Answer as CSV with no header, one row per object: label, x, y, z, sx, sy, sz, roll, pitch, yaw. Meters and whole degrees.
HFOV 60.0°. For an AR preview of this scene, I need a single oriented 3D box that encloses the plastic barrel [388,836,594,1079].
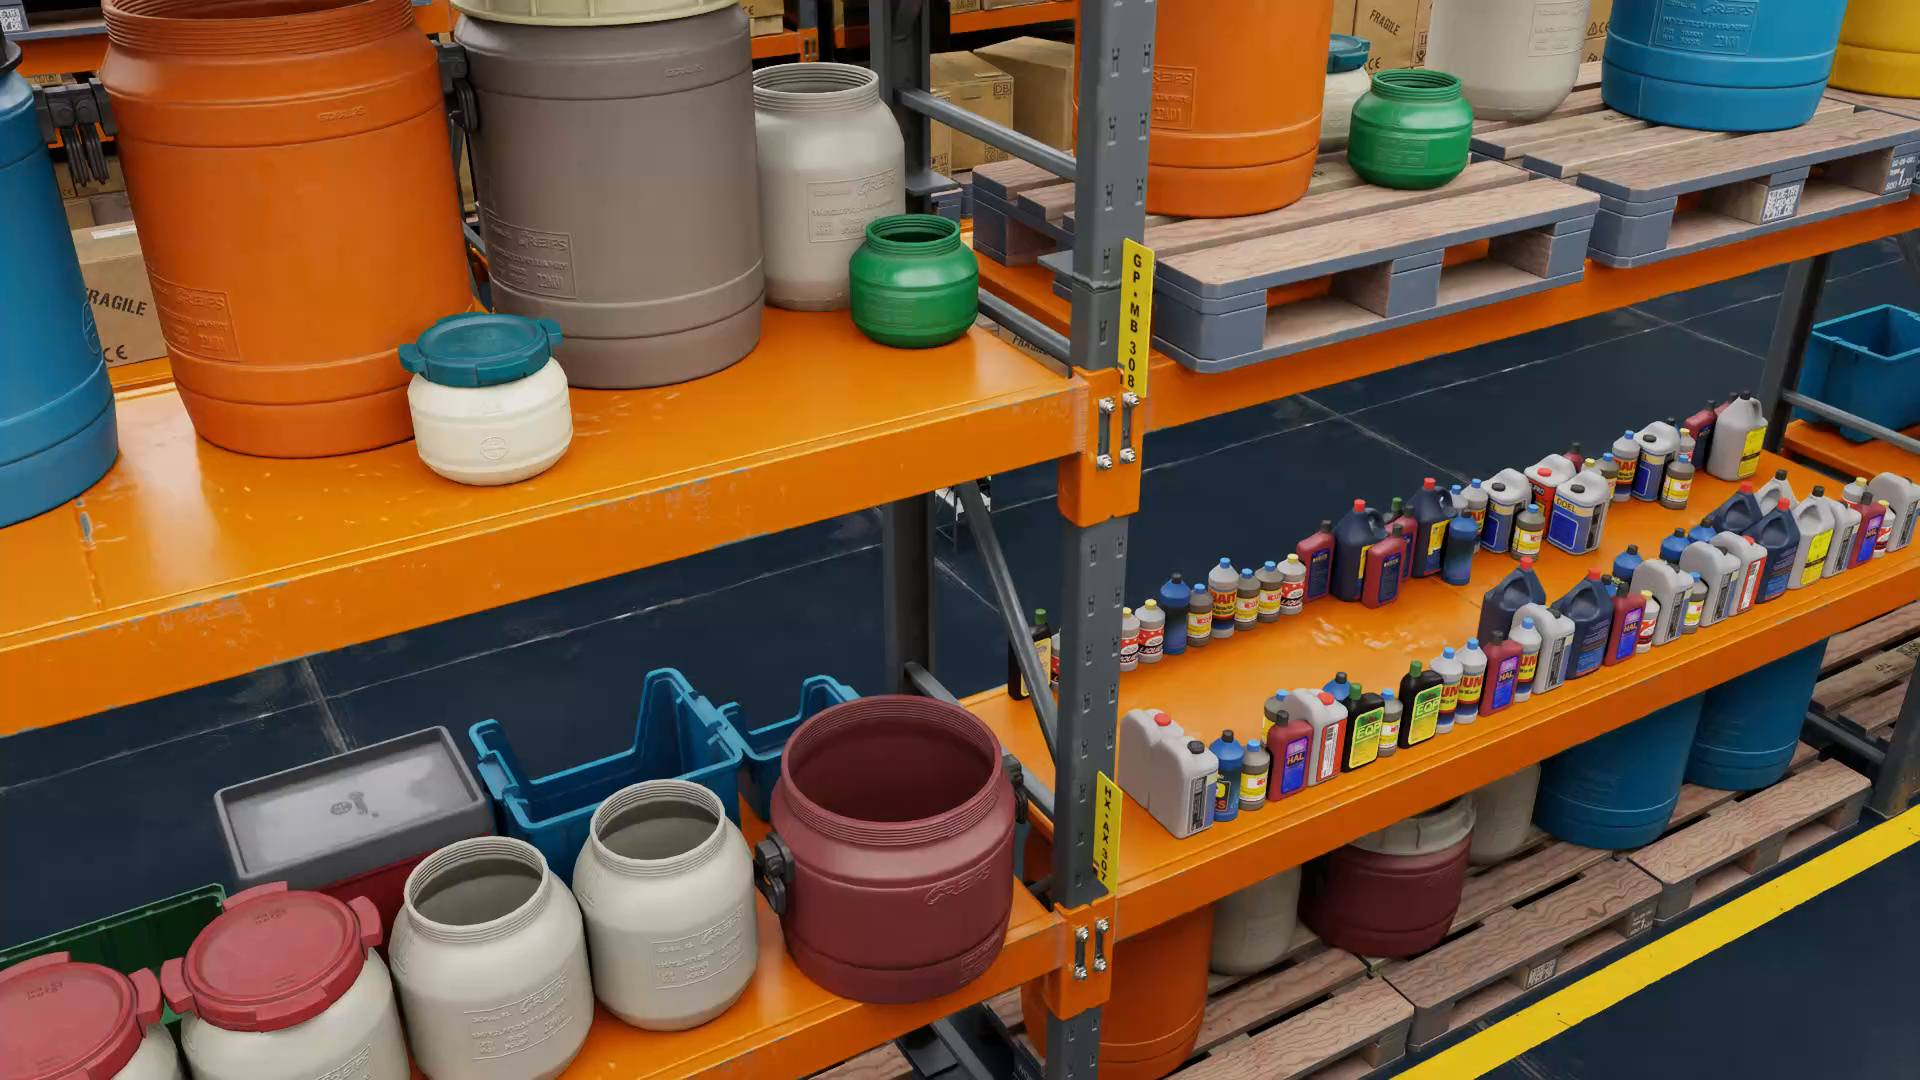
plastic barrel,-1.060,0.972,3.769,0.421,0.512,0.421,0,29,0

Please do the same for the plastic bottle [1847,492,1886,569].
plastic bottle,3.179,-0.045,5.847,0.133,0.283,0.061,-16,33,-26

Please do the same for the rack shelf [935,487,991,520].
rack shelf,0.007,-0.209,8.639,0.200,0.077,0.258,-16,33,-26

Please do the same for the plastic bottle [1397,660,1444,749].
plastic bottle,1.356,0.473,4.909,0.133,0.283,0.061,-16,33,-26

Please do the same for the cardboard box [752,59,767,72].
cardboard box,-1.983,-3.559,13.885,0.750,0.750,0.750,-15,32,-26

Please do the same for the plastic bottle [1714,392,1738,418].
plastic bottle,2.999,-0.439,6.562,0.133,0.283,0.061,-16,33,-26

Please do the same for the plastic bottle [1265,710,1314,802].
plastic bottle,0.926,0.595,4.688,0.133,0.283,0.061,-16,33,-26

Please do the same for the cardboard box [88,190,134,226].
cardboard box,-6.034,-2.373,12.077,0.500,0.500,0.700,-16,33,-26

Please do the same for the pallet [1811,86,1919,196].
pallet,2.905,-1.400,5.274,1.003,0.211,1.213,-16,33,-26

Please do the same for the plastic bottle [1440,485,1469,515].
plastic bottle,1.743,-0.067,5.901,0.097,0.271,0.097,0,29,0

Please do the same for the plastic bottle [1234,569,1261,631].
plastic bottle,0.942,0.191,5.506,0.097,0.201,0.097,0,29,0

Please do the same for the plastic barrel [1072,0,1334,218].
plastic barrel,0.573,-1.246,3.920,0.708,0.830,0.600,-16,33,-26

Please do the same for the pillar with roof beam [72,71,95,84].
pillar with roof beam,-4.315,-4.426,7.456,0.400,9.000,9.100,-16,33,-26

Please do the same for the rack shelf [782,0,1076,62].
rack shelf,0.236,-4.704,14.914,4.000,0.370,1.077,-16,33,-26

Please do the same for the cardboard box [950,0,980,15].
cardboard box,-0.380,-4.963,14.329,0.700,0.700,0.980,-17,33,-28

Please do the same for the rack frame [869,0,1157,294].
rack frame,0.082,-2.050,3.151,0.127,3.000,1.000,-16,33,-26

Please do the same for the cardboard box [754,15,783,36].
cardboard box,-1.636,-4.228,13.545,0.250,0.149,0.380,-16,32,-26

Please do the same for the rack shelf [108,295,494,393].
rack shelf,-4.148,-0.683,7.628,4.000,0.370,1.077,-16,33,-26

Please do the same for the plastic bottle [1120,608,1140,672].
plastic bottle,0.523,0.310,5.290,0.097,0.201,0.097,0,29,0

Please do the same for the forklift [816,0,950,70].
forklift,-0.876,-2.871,10.920,3.031,2.935,1.130,-15,32,-25

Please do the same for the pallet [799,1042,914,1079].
pallet,-0.605,1.971,4.960,1.213,0.211,1.003,-16,33,-26

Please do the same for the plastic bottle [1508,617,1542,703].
plastic bottle,1.729,0.362,5.123,0.097,0.271,0.097,0,29,0

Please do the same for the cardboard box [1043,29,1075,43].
cardboard box,0.978,-4.659,15.568,0.250,0.149,0.380,-16,33,-26

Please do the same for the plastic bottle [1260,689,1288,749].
plastic bottle,0.939,0.532,4.888,0.097,0.201,0.097,0,29,0

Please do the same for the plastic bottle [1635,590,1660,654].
plastic bottle,2.203,0.258,5.384,0.097,0.201,0.097,0,29,0

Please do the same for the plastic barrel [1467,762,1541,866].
plastic barrel,1.911,0.903,6.149,0.421,0.512,0.421,0,29,0

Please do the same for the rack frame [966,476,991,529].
rack frame,0.095,-0.421,8.581,0.006,0.900,0.240,-16,33,-26

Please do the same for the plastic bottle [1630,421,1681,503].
plastic bottle,2.623,-0.304,6.325,0.135,0.276,0.152,-16,33,-26

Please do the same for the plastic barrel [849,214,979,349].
plastic barrel,-0.105,-0.587,3.765,0.294,0.245,0.294,0,29,0

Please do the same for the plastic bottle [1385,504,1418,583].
plastic bottle,1.506,0.019,5.732,0.133,0.283,0.061,-16,33,-26

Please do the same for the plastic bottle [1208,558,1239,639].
plastic bottle,0.858,0.184,5.446,0.097,0.271,0.097,0,29,0

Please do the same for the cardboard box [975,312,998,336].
cardboard box,-0.119,-1.085,9.743,0.500,0.500,0.500,-15,32,-26

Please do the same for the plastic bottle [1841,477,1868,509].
plastic bottle,3.276,-0.132,6.090,0.097,0.201,0.097,0,29,0

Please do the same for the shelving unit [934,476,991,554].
shelving unit,0.007,-0.396,8.536,0.210,0.900,0.258,-16,33,-26

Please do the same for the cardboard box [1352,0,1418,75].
cardboard box,2.462,-3.199,10.303,0.500,0.500,0.500,-17,33,-28

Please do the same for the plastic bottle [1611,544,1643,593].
plastic bottle,2.210,0.140,5.525,0.097,0.271,0.097,0,29,0

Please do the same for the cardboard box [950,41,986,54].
cardboard box,0.104,-4.410,15.118,0.250,0.149,0.380,-16,33,-27

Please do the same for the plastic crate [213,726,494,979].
plastic crate,-1.466,0.817,4.099,0.583,0.464,0.402,-16,33,-26

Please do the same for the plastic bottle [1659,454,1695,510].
plastic bottle,2.703,-0.224,6.257,0.097,0.201,0.097,0,29,0

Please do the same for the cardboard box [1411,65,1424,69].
cardboard box,2.912,-2.895,10.788,0.500,0.500,0.500,-16,33,-27

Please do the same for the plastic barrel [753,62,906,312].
plastic barrel,-0.341,-0.837,3.942,0.421,0.512,0.421,0,29,0

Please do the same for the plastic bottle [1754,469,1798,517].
plastic bottle,2.831,-0.080,5.841,0.185,0.351,0.144,-16,33,-26

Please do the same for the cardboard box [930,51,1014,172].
cardboard box,-0.058,-2.477,9.596,0.500,0.500,0.700,-11,31,-19

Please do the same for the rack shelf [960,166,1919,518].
rack shelf,1.807,-0.911,4.937,4.000,0.370,1.077,-16,33,-26

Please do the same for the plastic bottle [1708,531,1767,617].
plastic bottle,2.605,0.096,5.600,0.135,0.276,0.152,-16,33,-26

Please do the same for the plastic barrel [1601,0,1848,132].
plastic barrel,2.137,-1.638,4.555,0.708,0.901,0.600,-16,33,-26

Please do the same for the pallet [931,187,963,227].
pallet,-0.750,-1.882,9.254,1.213,0.211,1.003,-16,33,-26
